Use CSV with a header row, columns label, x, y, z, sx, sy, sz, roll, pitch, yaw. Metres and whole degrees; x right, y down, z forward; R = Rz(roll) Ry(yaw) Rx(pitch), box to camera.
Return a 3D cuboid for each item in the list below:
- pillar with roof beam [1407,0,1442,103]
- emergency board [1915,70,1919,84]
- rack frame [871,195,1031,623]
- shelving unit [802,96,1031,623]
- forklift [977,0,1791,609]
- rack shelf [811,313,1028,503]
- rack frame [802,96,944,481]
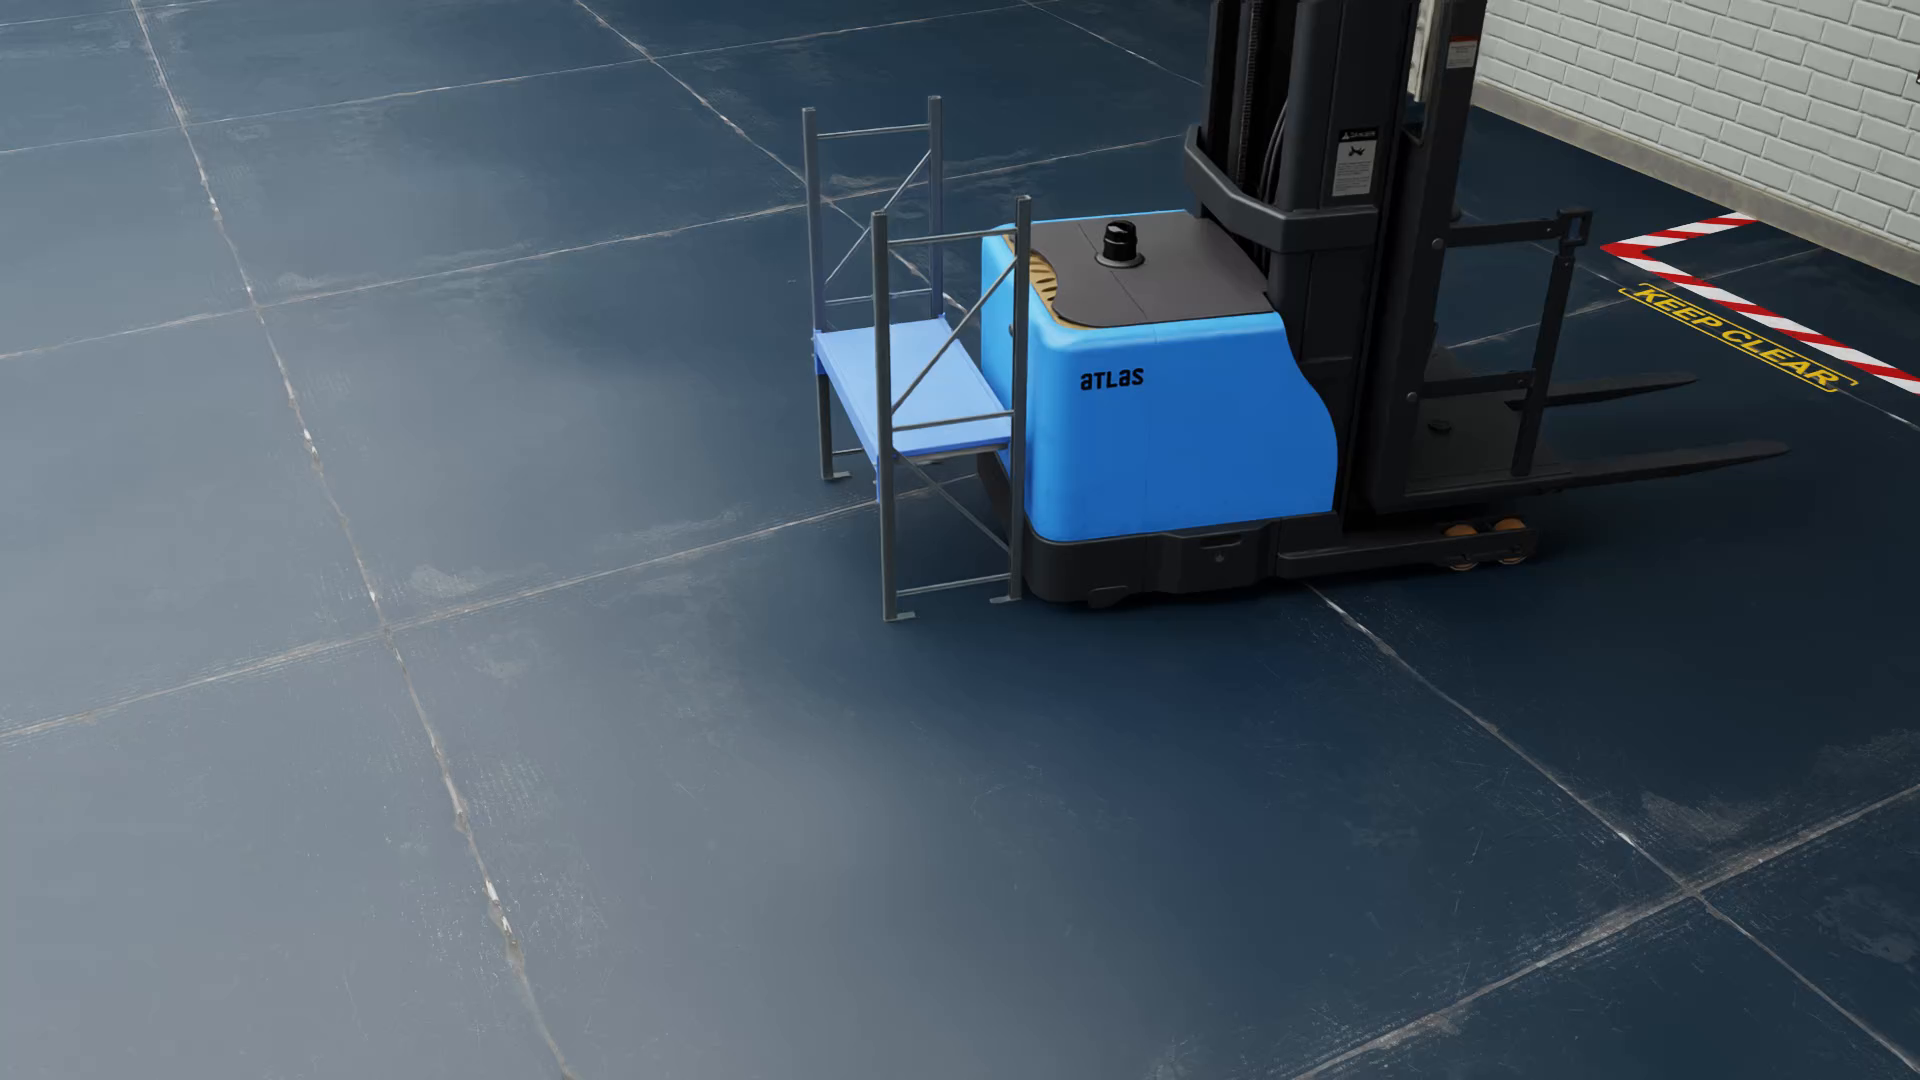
label,x,y,z,sx,sy,sz,roll,pitch,yaw
pillar with roof beam,-0.832,-5.627,6.691,9.100,9.000,0.400,-16,36,-23
emergency board,4.668,-2.518,7.399,0.157,1.169,0.626,-16,36,-23
rack frame,-0.025,-0.387,5.464,0.500,1.500,0.032,-9,34,-14
shelving unit,-0.167,-0.650,5.874,0.538,1.500,1.048,-9,34,-14
forklift,1.638,-1.394,5.709,3.031,2.935,1.130,-7,33,-10
rack shelf,-0.167,-0.499,5.972,0.538,0.185,1.000,-9,34,-14
rack frame,-0.309,-0.913,6.285,0.500,1.500,0.032,-9,34,-14
